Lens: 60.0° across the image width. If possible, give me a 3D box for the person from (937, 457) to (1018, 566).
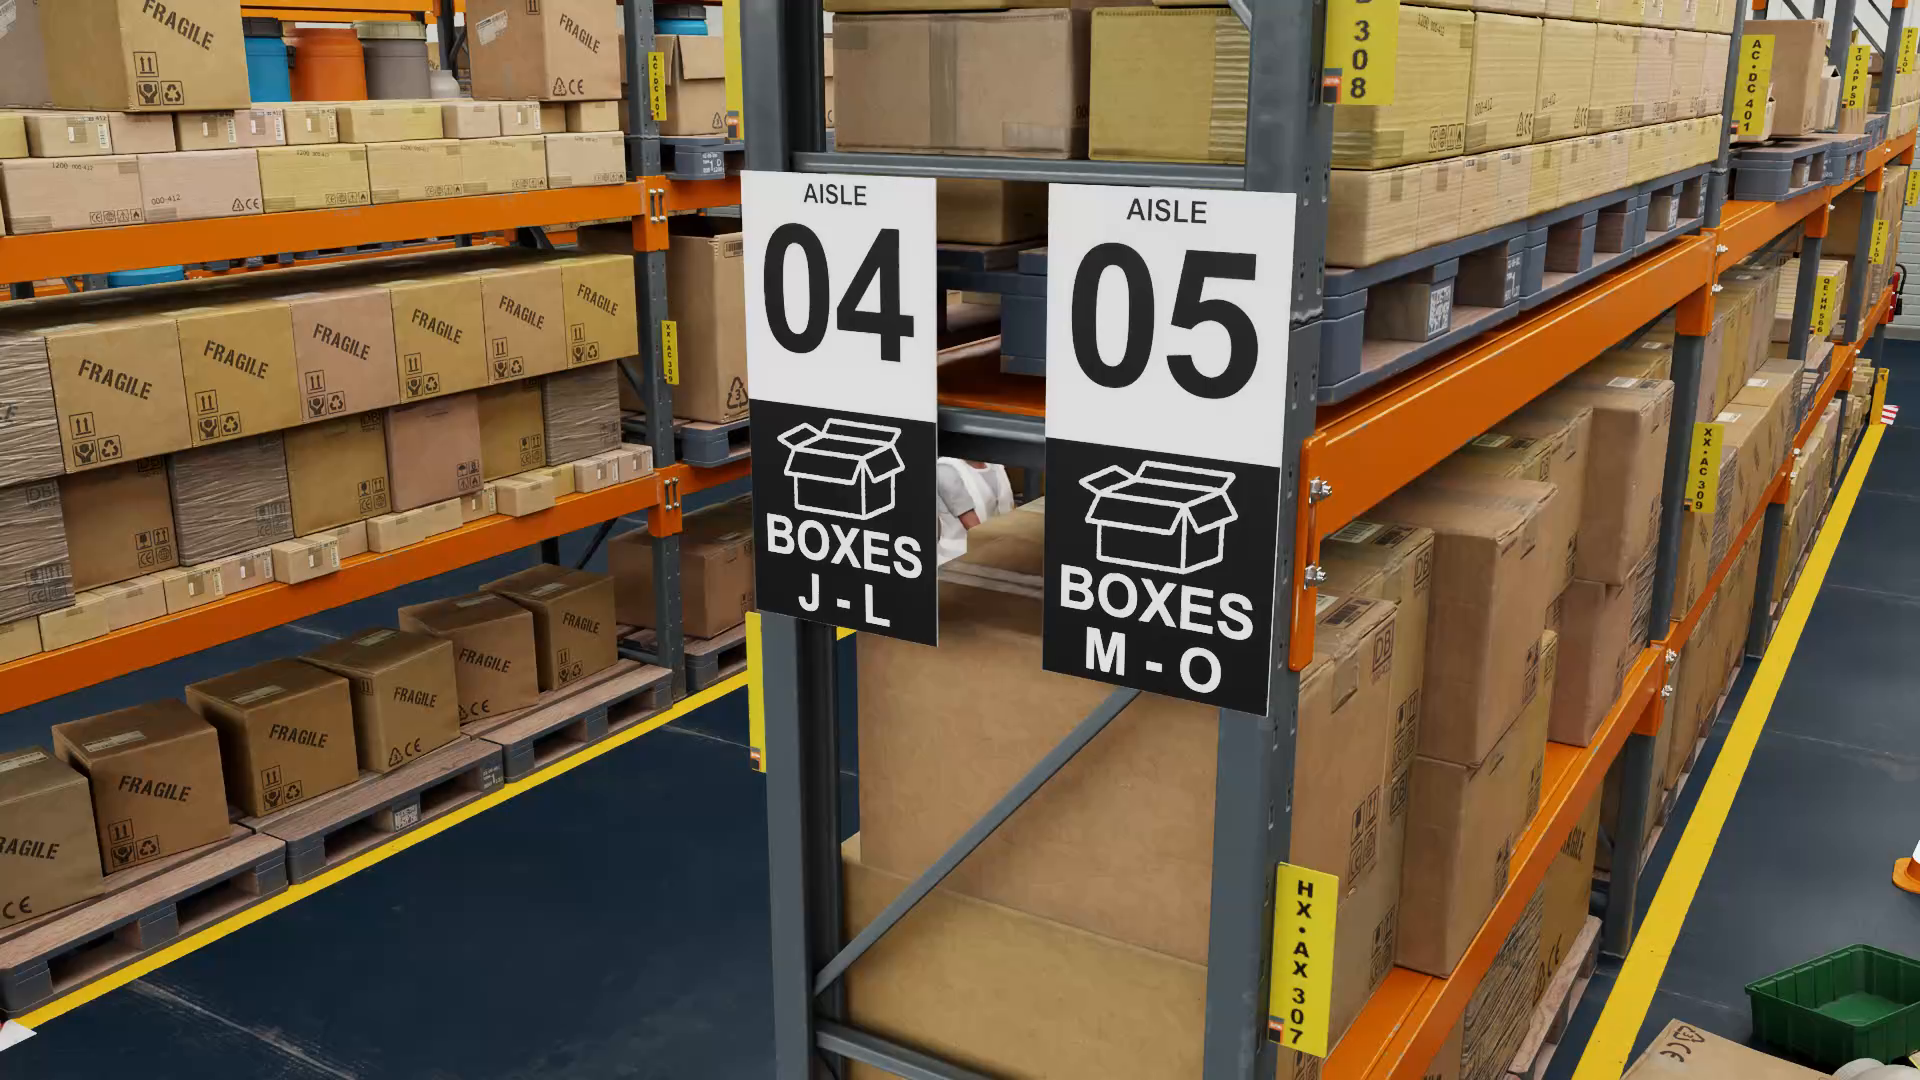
[{"bbox_3d":[0.161,0.171,8.410,0.575,1.778,0.487,10,19,31],"label":"person"}]
